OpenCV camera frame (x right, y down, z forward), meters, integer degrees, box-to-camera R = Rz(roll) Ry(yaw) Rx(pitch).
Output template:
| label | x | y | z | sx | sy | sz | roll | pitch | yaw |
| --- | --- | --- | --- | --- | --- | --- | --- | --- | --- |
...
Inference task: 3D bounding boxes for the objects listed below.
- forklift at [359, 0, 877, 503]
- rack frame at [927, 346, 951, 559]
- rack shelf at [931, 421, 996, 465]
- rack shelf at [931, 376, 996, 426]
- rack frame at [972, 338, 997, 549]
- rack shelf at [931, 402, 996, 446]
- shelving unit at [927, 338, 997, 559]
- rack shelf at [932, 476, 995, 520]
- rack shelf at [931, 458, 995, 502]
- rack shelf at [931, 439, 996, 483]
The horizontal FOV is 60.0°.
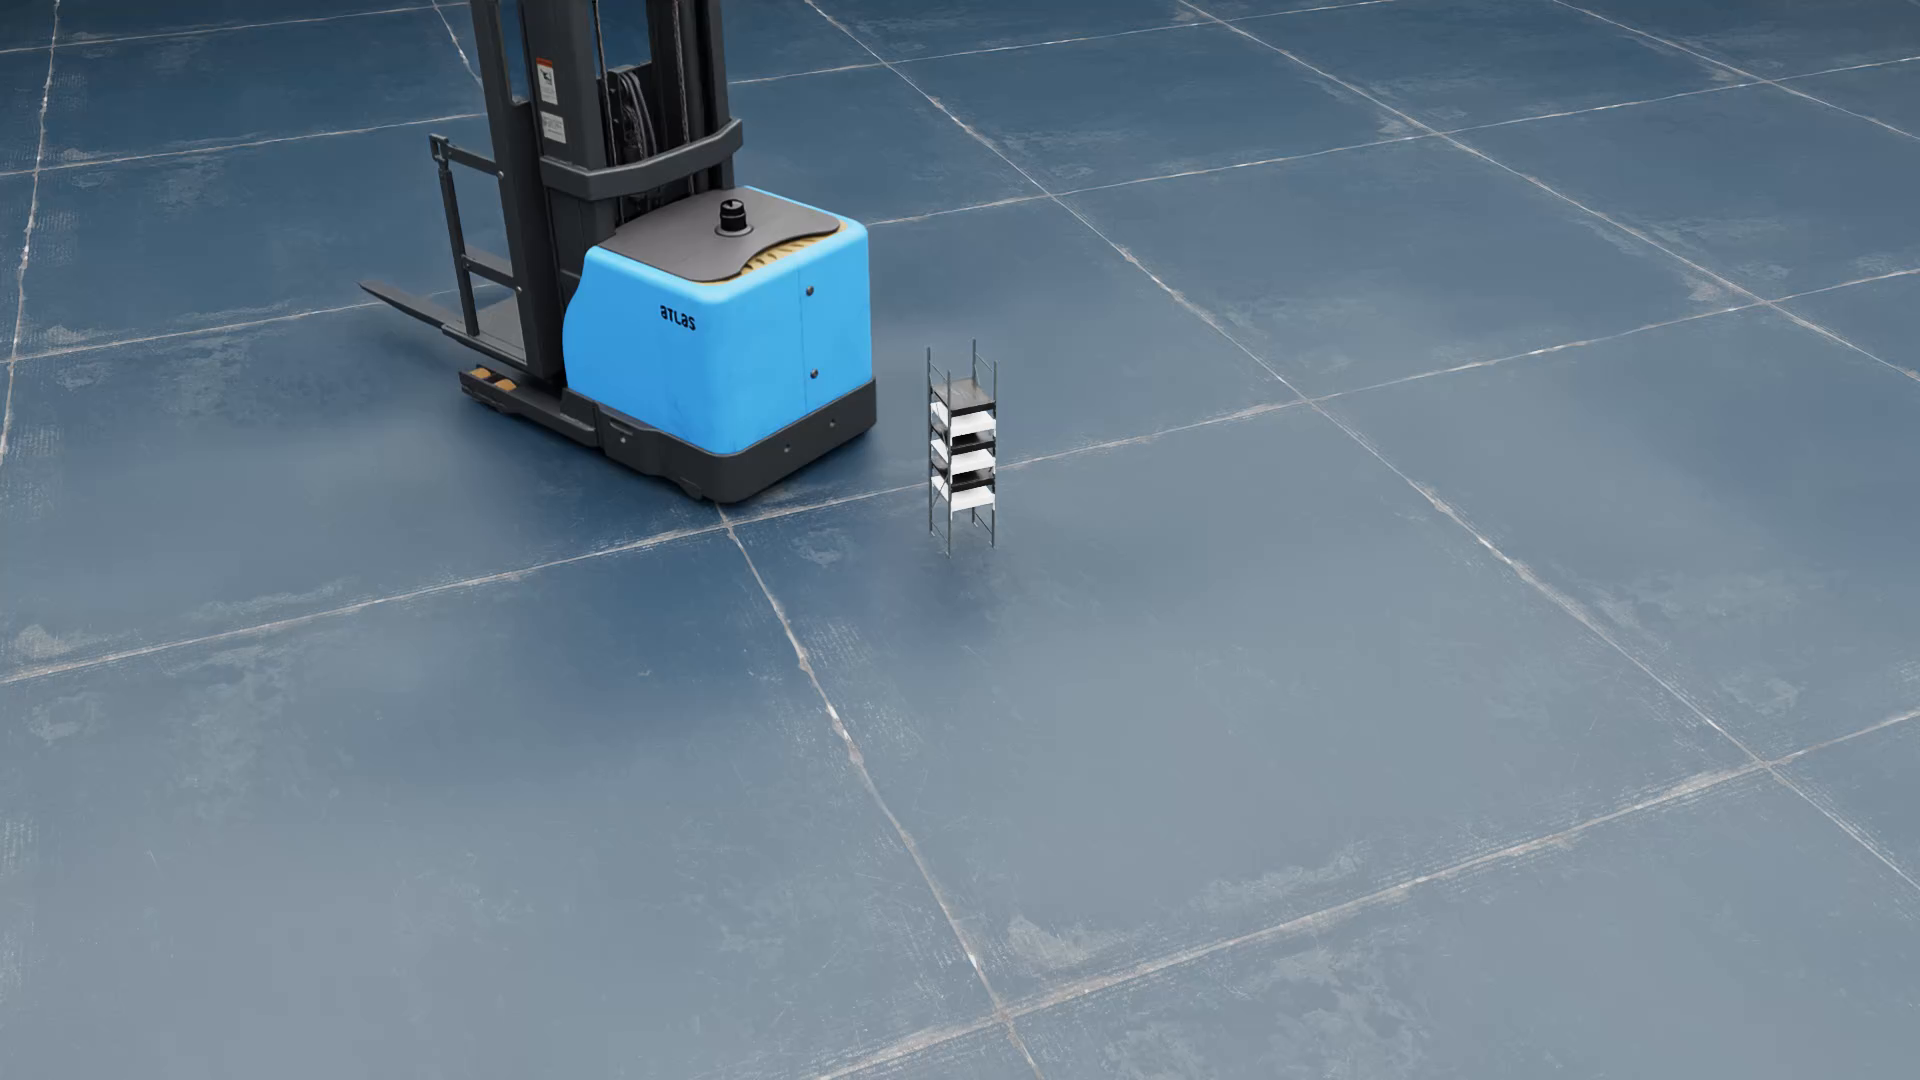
| label | x | y | z | sx | sy | sz | roll | pitch | yaw |
| --- | --- | --- | --- | --- | --- | --- | --- | --- | --- |
| forklift | -1.862 | -2.052 | 7.716 | 3.031 | 2.935 | 1.130 | 24 | 40 | 32 |
| rack frame | -0.086 | -0.357 | 6.974 | 0.006 | 0.900 | 0.240 | -13 | 35 | -19 |
| rack shelf | 0.007 | -0.426 | 6.976 | 0.200 | 0.077 | 0.258 | -13 | 35 | -19 |
| rack shelf | 0.007 | -0.577 | 6.878 | 0.200 | 0.077 | 0.258 | -13 | 35 | -19 |
| rack frame | 0.101 | -0.400 | 7.040 | 0.006 | 0.900 | 0.240 | -13 | 35 | -19 |
| rack shelf | 0.007 | -0.502 | 6.927 | 0.200 | 0.077 | 0.258 | -13 | 35 | -19 |
| shelving unit | 0.007 | -0.379 | 7.007 | 0.210 | 0.900 | 0.258 | -13 | 35 | -19 |
| rack shelf | 0.007 | -0.200 | 7.124 | 0.200 | 0.077 | 0.258 | -13 | 35 | -19 |
| rack shelf | 0.007 | -0.276 | 7.074 | 0.200 | 0.077 | 0.258 | -13 | 35 | -19 |
| rack shelf | 0.007 | -0.351 | 7.025 | 0.200 | 0.077 | 0.258 | -13 | 35 | -19 |
